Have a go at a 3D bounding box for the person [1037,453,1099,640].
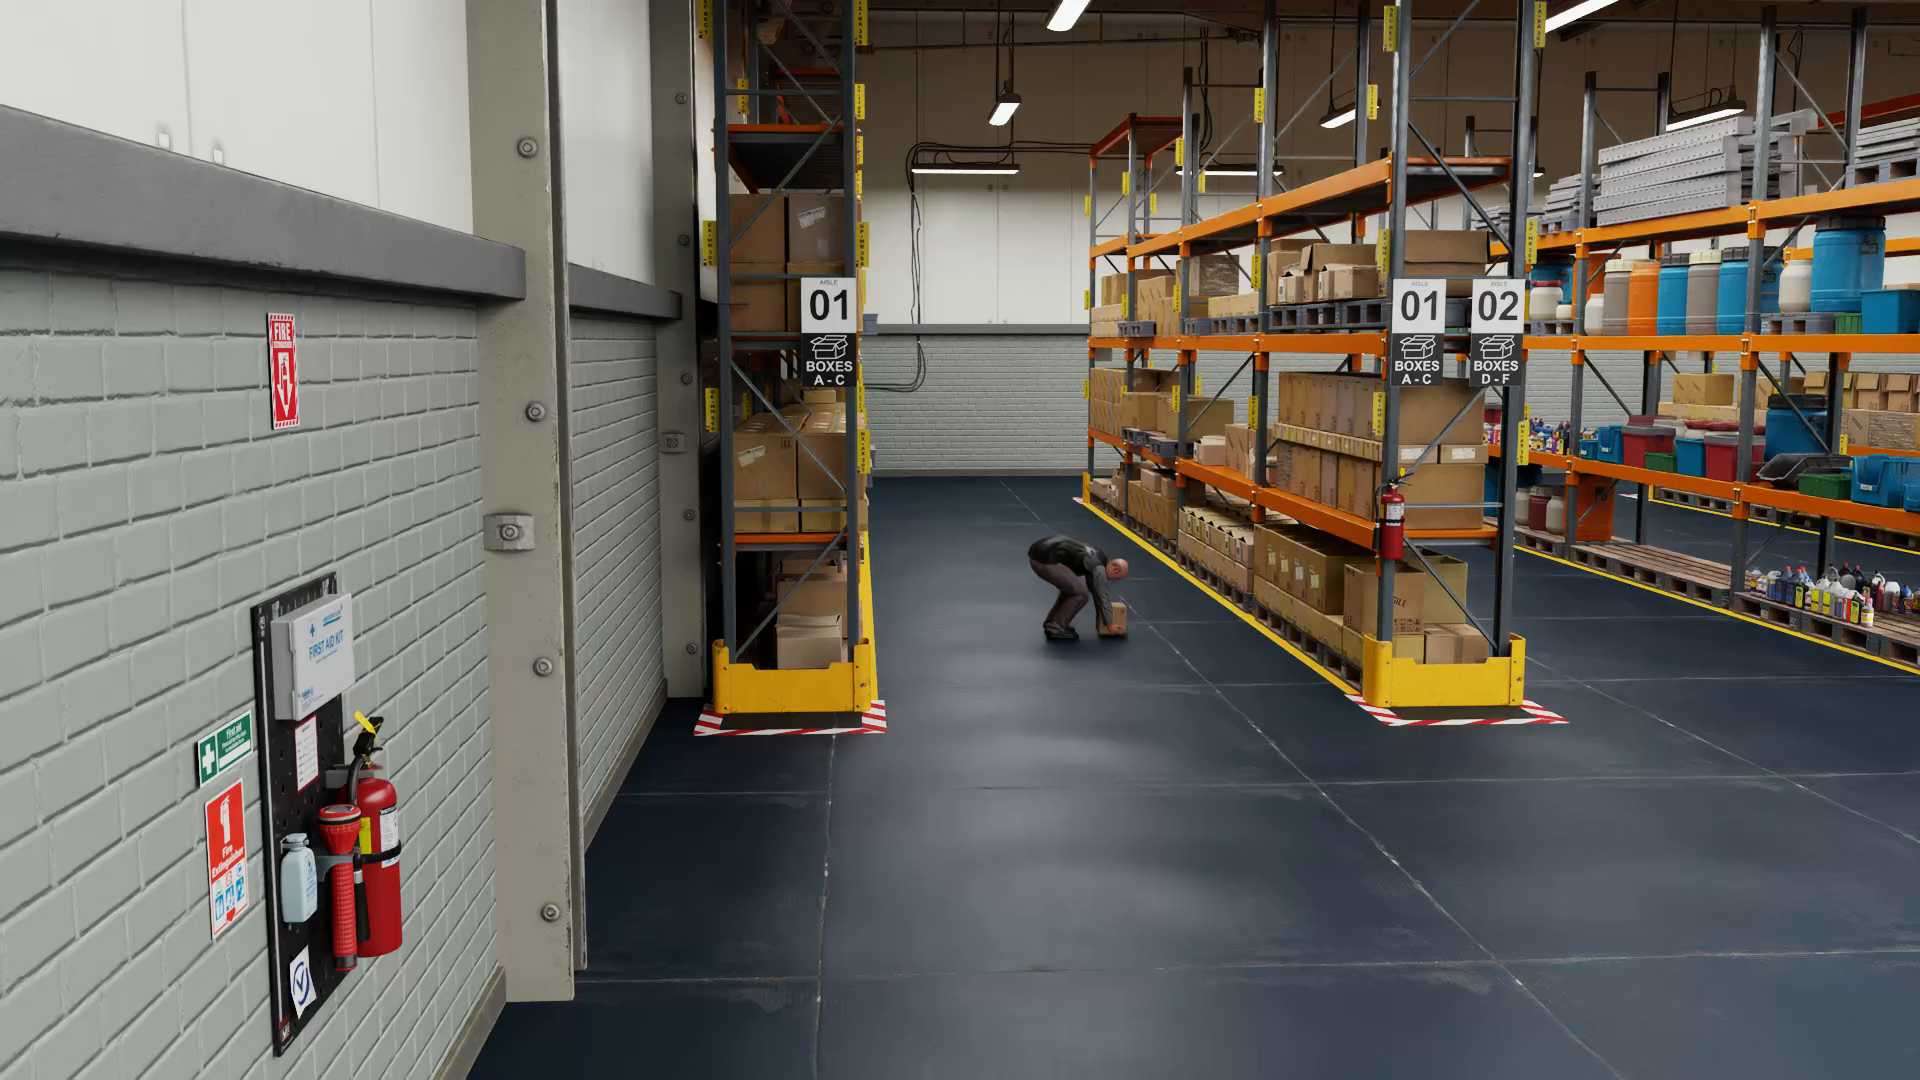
[{"bbox_3d":[0.995,0.088,15.474,0.559,1.632,0.494,0,7,-3],"label":"person"}]
